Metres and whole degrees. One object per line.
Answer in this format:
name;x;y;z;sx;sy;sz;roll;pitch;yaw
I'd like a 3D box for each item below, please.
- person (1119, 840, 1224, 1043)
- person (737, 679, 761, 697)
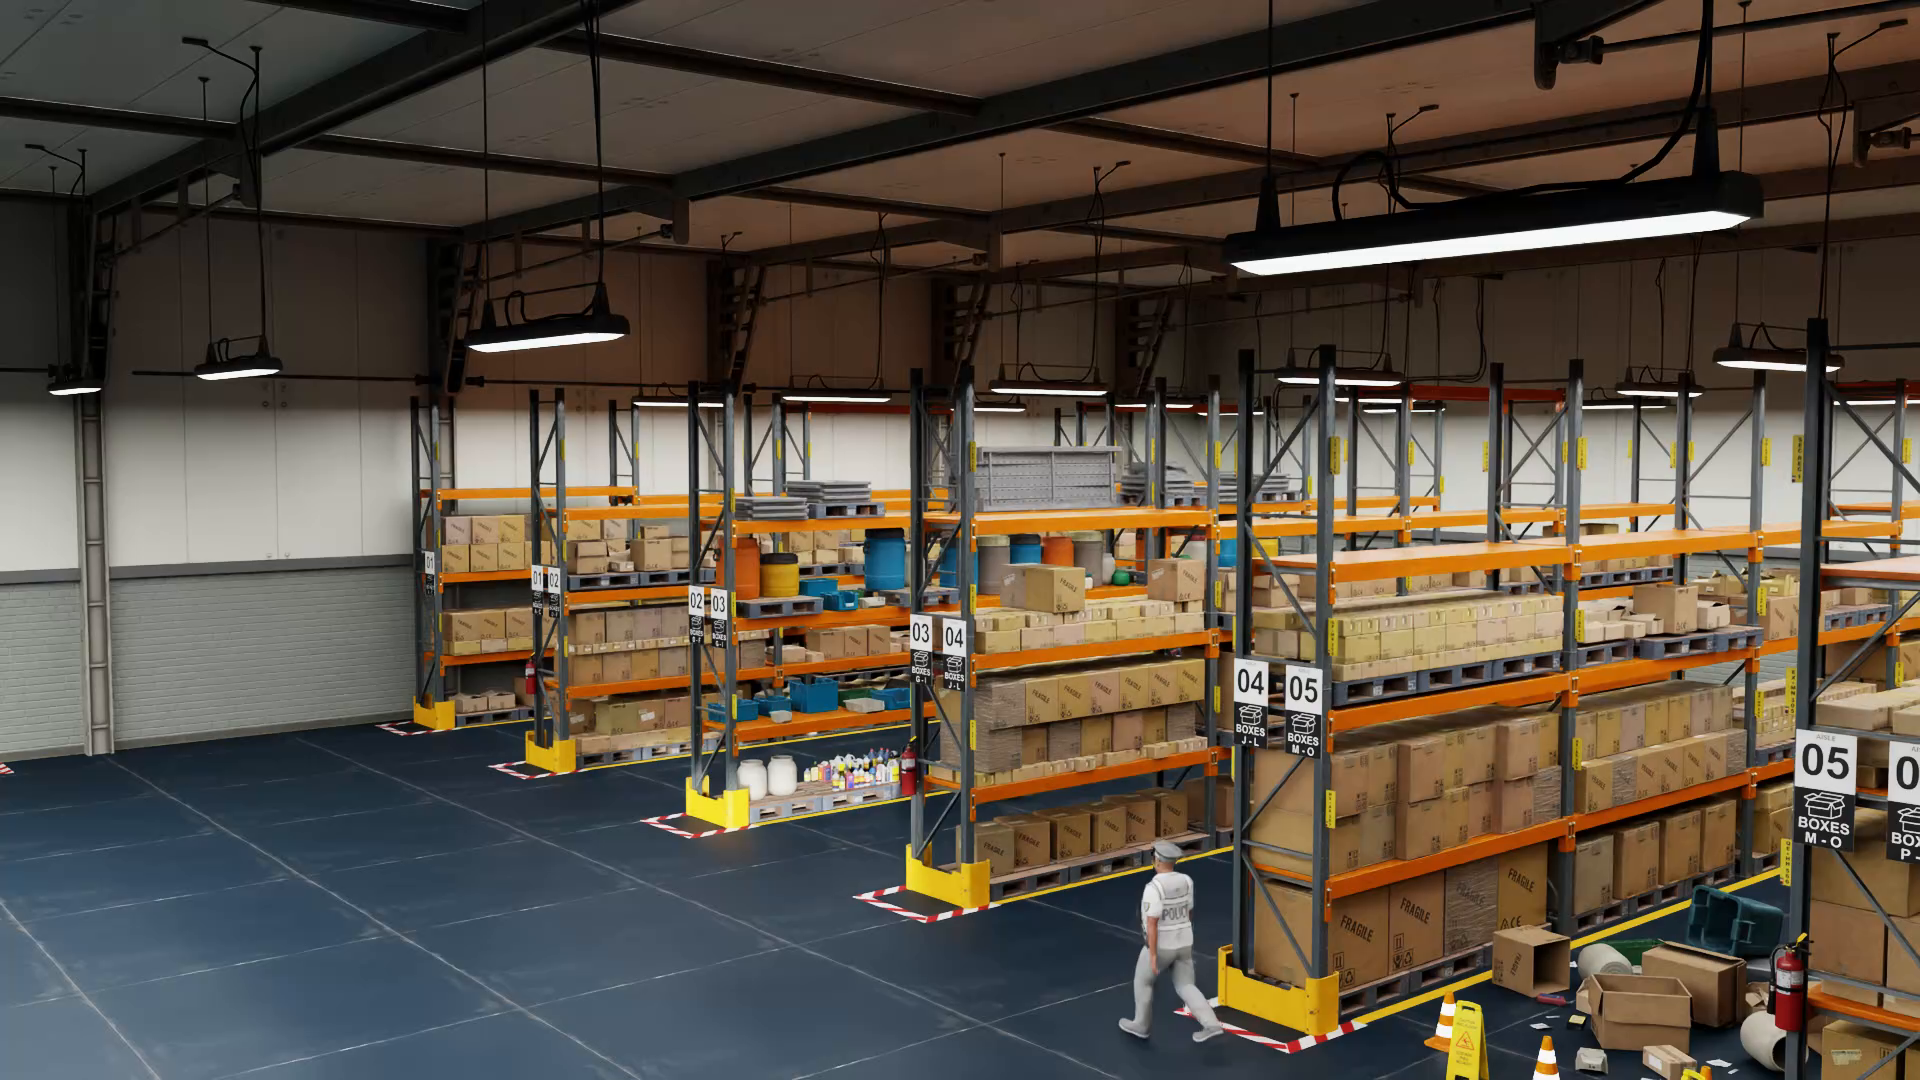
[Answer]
person;1.791;3.451;14.222;0.539;1.724;1.019;-3;4;-39
person;-3.920;2.534;31.101;0.514;1.583;0.880;2;4;35
